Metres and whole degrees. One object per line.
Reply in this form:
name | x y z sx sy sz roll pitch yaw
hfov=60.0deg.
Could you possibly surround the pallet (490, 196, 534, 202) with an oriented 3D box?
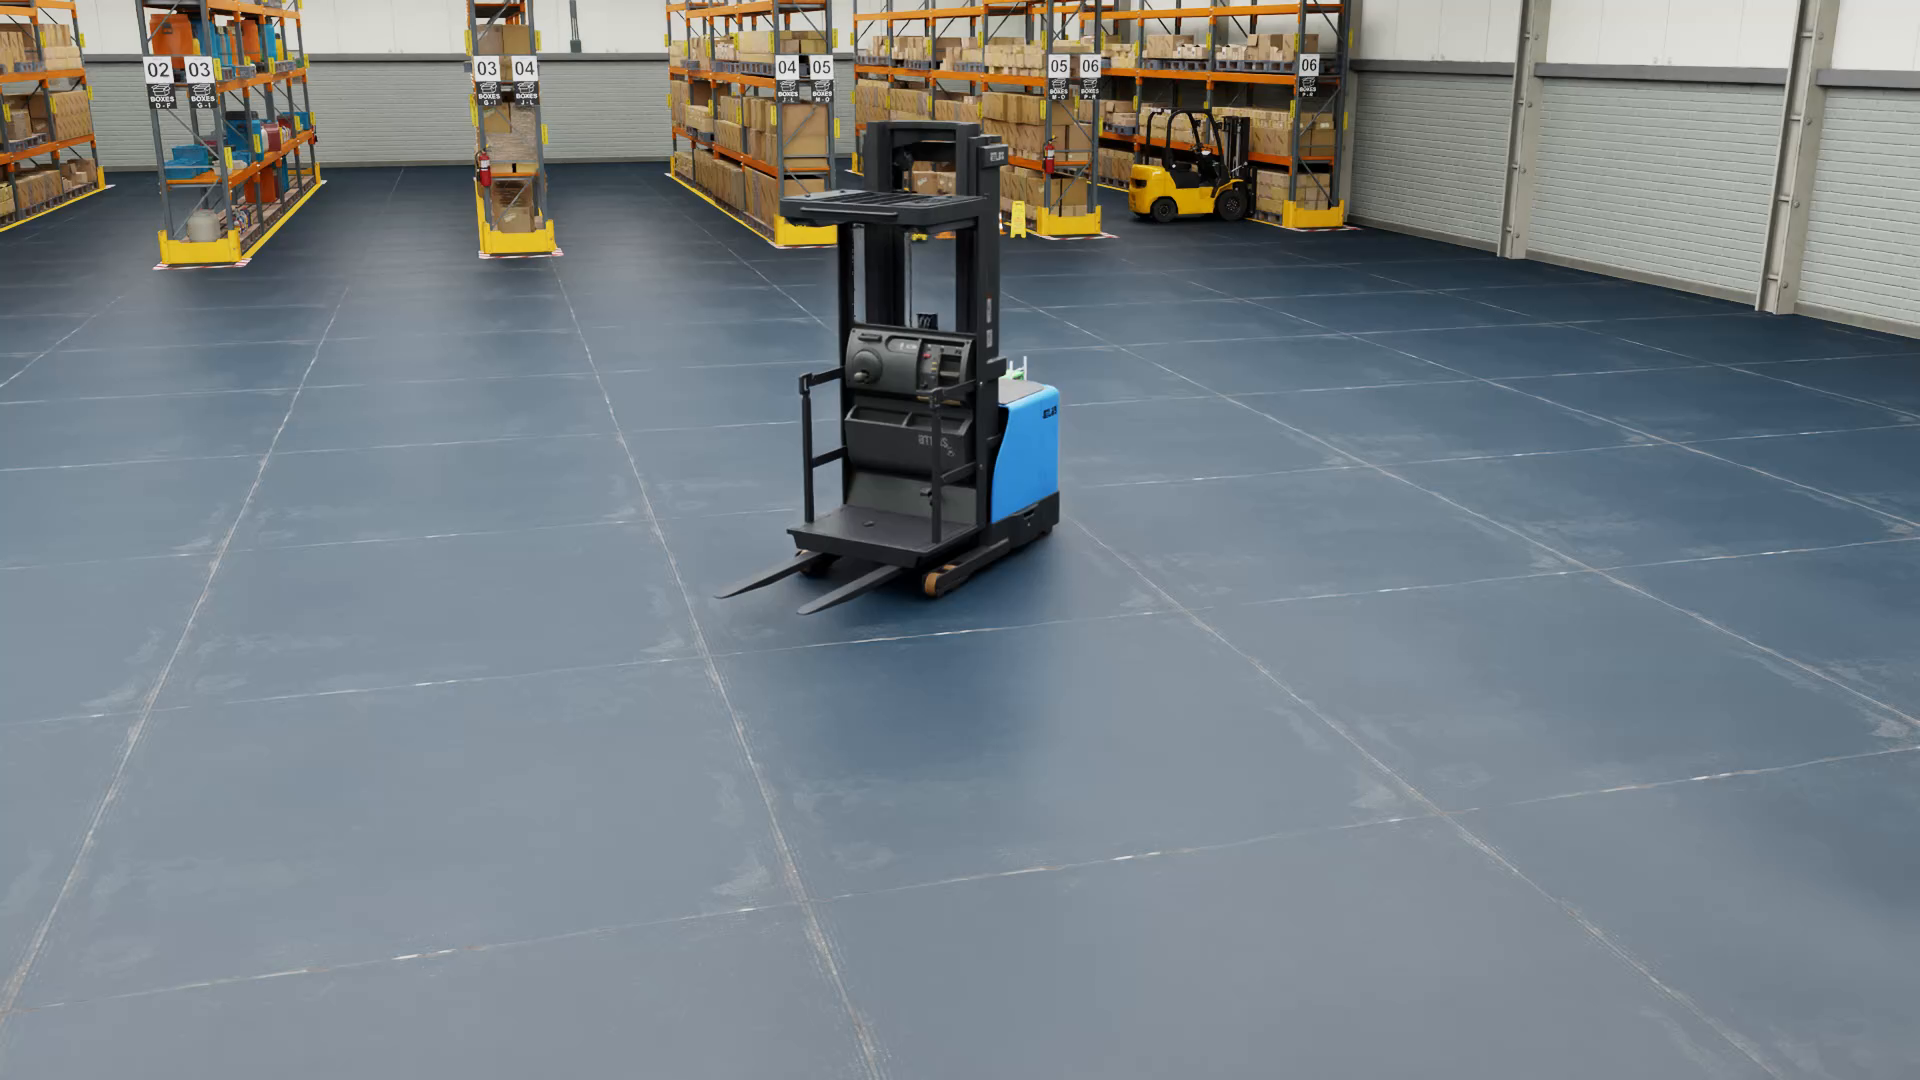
pallet | -9.828 -7.439 36.352 1.003 0.211 1.213 -5 17 -15

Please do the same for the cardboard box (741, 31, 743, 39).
cardboard box | -3.943 -9.558 31.489 0.380 0.149 0.250 -5 17 -16

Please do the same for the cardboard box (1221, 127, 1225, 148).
cardboard box | 5.746 -8.383 34.473 0.500 0.500 0.500 -4 17 -14

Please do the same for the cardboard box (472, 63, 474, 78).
cardboard box | -8.430 -8.380 29.683 0.500 0.250 0.500 -5 18 -17

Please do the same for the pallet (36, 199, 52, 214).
pallet | -19.710 -6.980 34.821 1.003 0.211 1.213 -5 17 -15

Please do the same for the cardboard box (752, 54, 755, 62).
cardboard box | -3.596 -8.826 30.438 0.380 0.149 0.250 -4 17 -15

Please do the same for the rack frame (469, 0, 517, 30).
rack frame | -9.683 -11.424 34.342 1.000 3.000 0.127 -5 17 -15

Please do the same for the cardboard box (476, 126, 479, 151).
cardboard box | -8.416 -7.364 30.564 0.875 0.500 0.500 -5 17 -15

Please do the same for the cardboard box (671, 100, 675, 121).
cardboard box | -7.227 -11.172 43.241 0.500 0.500 0.500 -4 17 -13

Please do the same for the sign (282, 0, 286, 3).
sign | -15.015 -12.082 36.895 0.100 0.325 0.005 -5 17 -15

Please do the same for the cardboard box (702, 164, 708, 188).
cardboard box | -5.619 -8.369 38.215 0.500 0.500 0.500 -6 18 -18

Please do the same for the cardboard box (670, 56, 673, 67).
cardboard box | -7.207 -12.348 42.893 0.500 0.250 0.500 -4 17 -13

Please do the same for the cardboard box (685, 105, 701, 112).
cardboard box | -6.320 -10.242 39.507 0.380 0.149 0.250 -4 17 -12

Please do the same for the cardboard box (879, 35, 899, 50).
cardboard box | -1.656 -12.546 42.209 0.797 0.503 0.637 -3 17 -11

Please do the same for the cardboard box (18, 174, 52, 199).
cardboard box | -19.632 -7.499 35.282 0.500 0.500 0.500 -4 17 -15

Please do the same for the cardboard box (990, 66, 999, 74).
cardboard box | 0.810 -9.362 33.126 0.380 0.149 0.250 -5 17 -15

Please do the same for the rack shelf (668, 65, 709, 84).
rack shelf | -6.535 -11.667 41.614 1.077 0.370 4.000 -5 17 -15

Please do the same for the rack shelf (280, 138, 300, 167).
rack shelf | -14.995 -8.368 35.846 1.077 0.370 4.000 -5 17 -15

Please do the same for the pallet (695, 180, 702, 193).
pallet | -5.770 -8.471 39.785 1.003 0.211 1.213 -5 17 -15

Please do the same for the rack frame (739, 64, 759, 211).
rack frame | -3.787 -7.809 32.734 1.000 3.000 0.127 -5 17 -15

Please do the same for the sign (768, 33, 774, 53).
sign | -3.214 -8.486 28.373 0.100 0.325 0.005 -5 17 -15

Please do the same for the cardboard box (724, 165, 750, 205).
cardboard box | -4.306 -7.364 34.434 1.050 0.750 0.750 -5 17 -15

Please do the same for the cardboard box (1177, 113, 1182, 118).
cardboard box | 5.029 -9.408 36.757 0.380 0.149 0.250 -5 17 -15

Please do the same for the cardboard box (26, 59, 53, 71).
cardboard box | -20.204 -10.394 36.387 0.500 0.250 0.500 -5 17 -15

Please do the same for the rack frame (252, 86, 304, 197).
rack frame | -15.545 -9.266 37.585 1.000 3.000 0.127 -5 17 -15

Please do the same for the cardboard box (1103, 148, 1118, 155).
cardboard box | 3.779 -9.672 41.426 0.380 0.149 0.250 -4 17 -13

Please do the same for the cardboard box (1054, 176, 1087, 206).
cardboard box | 2.081 -6.616 31.511 0.500 0.500 0.500 -5 18 -17

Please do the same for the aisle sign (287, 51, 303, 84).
aisle sign | -16.382 -11.660 41.037 0.394 0.787 0.004 -5 17 -15

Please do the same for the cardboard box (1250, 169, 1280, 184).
cardboard box | 6.095 -7.260 33.220 0.500 0.250 0.500 -4 17 -15

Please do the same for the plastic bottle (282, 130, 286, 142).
plastic bottle | -14.850 -8.845 36.400 0.152 0.276 0.135 -5 17 -15

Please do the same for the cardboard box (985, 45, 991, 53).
cardboard box | 0.717 -9.813 33.244 0.380 0.149 0.250 -5 17 -16

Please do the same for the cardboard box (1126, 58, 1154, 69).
cardboard box | 4.242 -11.215 39.122 0.500 0.250 0.500 -5 18 -17

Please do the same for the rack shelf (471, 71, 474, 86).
rack shelf | -9.134 -9.090 33.035 1.077 0.370 4.000 -5 17 -15

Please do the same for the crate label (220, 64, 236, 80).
crate label | -12.444 -7.856 27.935 0.502 0.251 0.408 -5 17 -15

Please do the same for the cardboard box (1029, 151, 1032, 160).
cardboard box | 1.509 -7.222 31.216 0.380 0.149 0.250 -5 17 -16

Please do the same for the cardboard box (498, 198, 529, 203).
cardboard box | -7.991 -5.853 29.839 0.500 0.500 0.500 -3 17 -10

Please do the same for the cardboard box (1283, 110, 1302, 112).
cardboard box | 6.675 -8.494 33.196 0.380 0.149 0.250 -5 17 -17

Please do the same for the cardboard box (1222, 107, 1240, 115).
cardboard box | 5.694 -8.947 34.705 0.380 0.149 0.250 -4 17 -14

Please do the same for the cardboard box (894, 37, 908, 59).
cardboard box | -1.291 -11.860 40.102 0.500 0.500 0.500 -5 17 -16

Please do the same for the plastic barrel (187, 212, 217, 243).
plastic barrel | -12.501 -5.132 27.418 0.421 0.512 0.421 0 17 0

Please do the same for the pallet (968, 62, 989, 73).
pallet | 0.877 -9.754 34.322 1.213 0.211 1.003 -5 17 -15

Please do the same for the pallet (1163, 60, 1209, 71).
pallet | 5.199 -10.584 37.088 1.003 0.211 1.213 -4 17 -13

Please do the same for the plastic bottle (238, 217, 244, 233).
plastic bottle | -12.567 -5.499 29.023 0.097 0.271 0.097 0 17 0

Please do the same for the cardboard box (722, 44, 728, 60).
cardboard box | -4.620 -10.060 34.265 0.500 0.311 0.500 -5 17 -16

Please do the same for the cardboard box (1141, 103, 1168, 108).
cardboard box | 4.626 -10.132 39.563 0.500 0.500 0.500 -4 17 -13

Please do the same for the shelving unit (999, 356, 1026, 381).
shelving unit | 0.214 -0.792 12.503 0.503 1.200 0.258 9 19 28

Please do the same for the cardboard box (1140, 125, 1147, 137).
cardboard box | 4.504 -9.514 38.672 0.500 0.250 0.500 -5 17 -15

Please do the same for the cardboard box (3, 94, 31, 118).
cardboard box | -20.696 -9.521 36.524 0.500 0.500 0.500 -5 17 -15

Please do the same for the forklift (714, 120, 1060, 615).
forklift | -0.447 -1.180 10.785 1.130 2.935 3.031 9 19 28

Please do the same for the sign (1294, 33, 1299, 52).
sign | 6.290 -9.299 31.079 0.100 0.325 0.005 -5 17 -15
